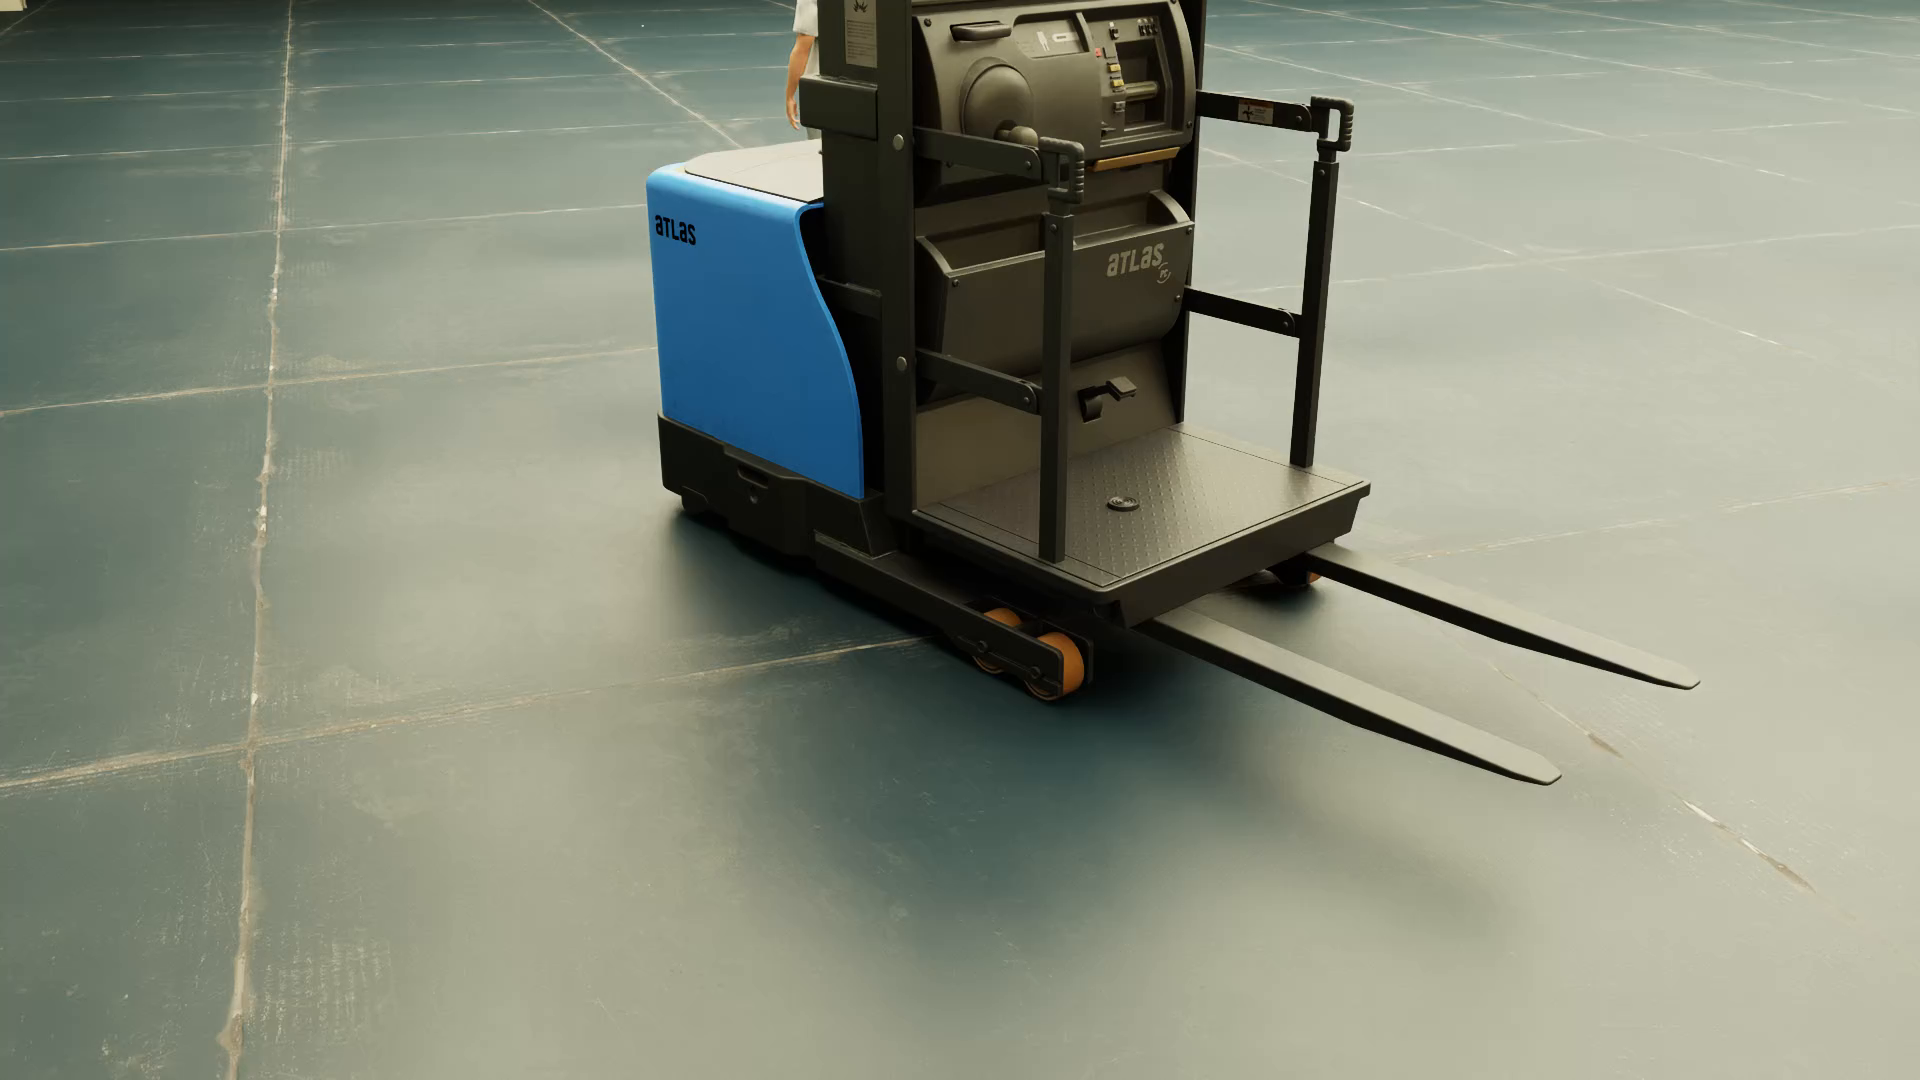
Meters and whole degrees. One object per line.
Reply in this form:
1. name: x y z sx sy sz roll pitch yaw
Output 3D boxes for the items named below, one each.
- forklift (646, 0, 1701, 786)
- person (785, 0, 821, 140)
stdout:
1. forklift: 0.409 -1.176 4.096 1.130 2.935 3.031 -19 30 -38
2. person: -0.594 -2.094 7.878 0.549 1.674 0.548 -13 26 -29
